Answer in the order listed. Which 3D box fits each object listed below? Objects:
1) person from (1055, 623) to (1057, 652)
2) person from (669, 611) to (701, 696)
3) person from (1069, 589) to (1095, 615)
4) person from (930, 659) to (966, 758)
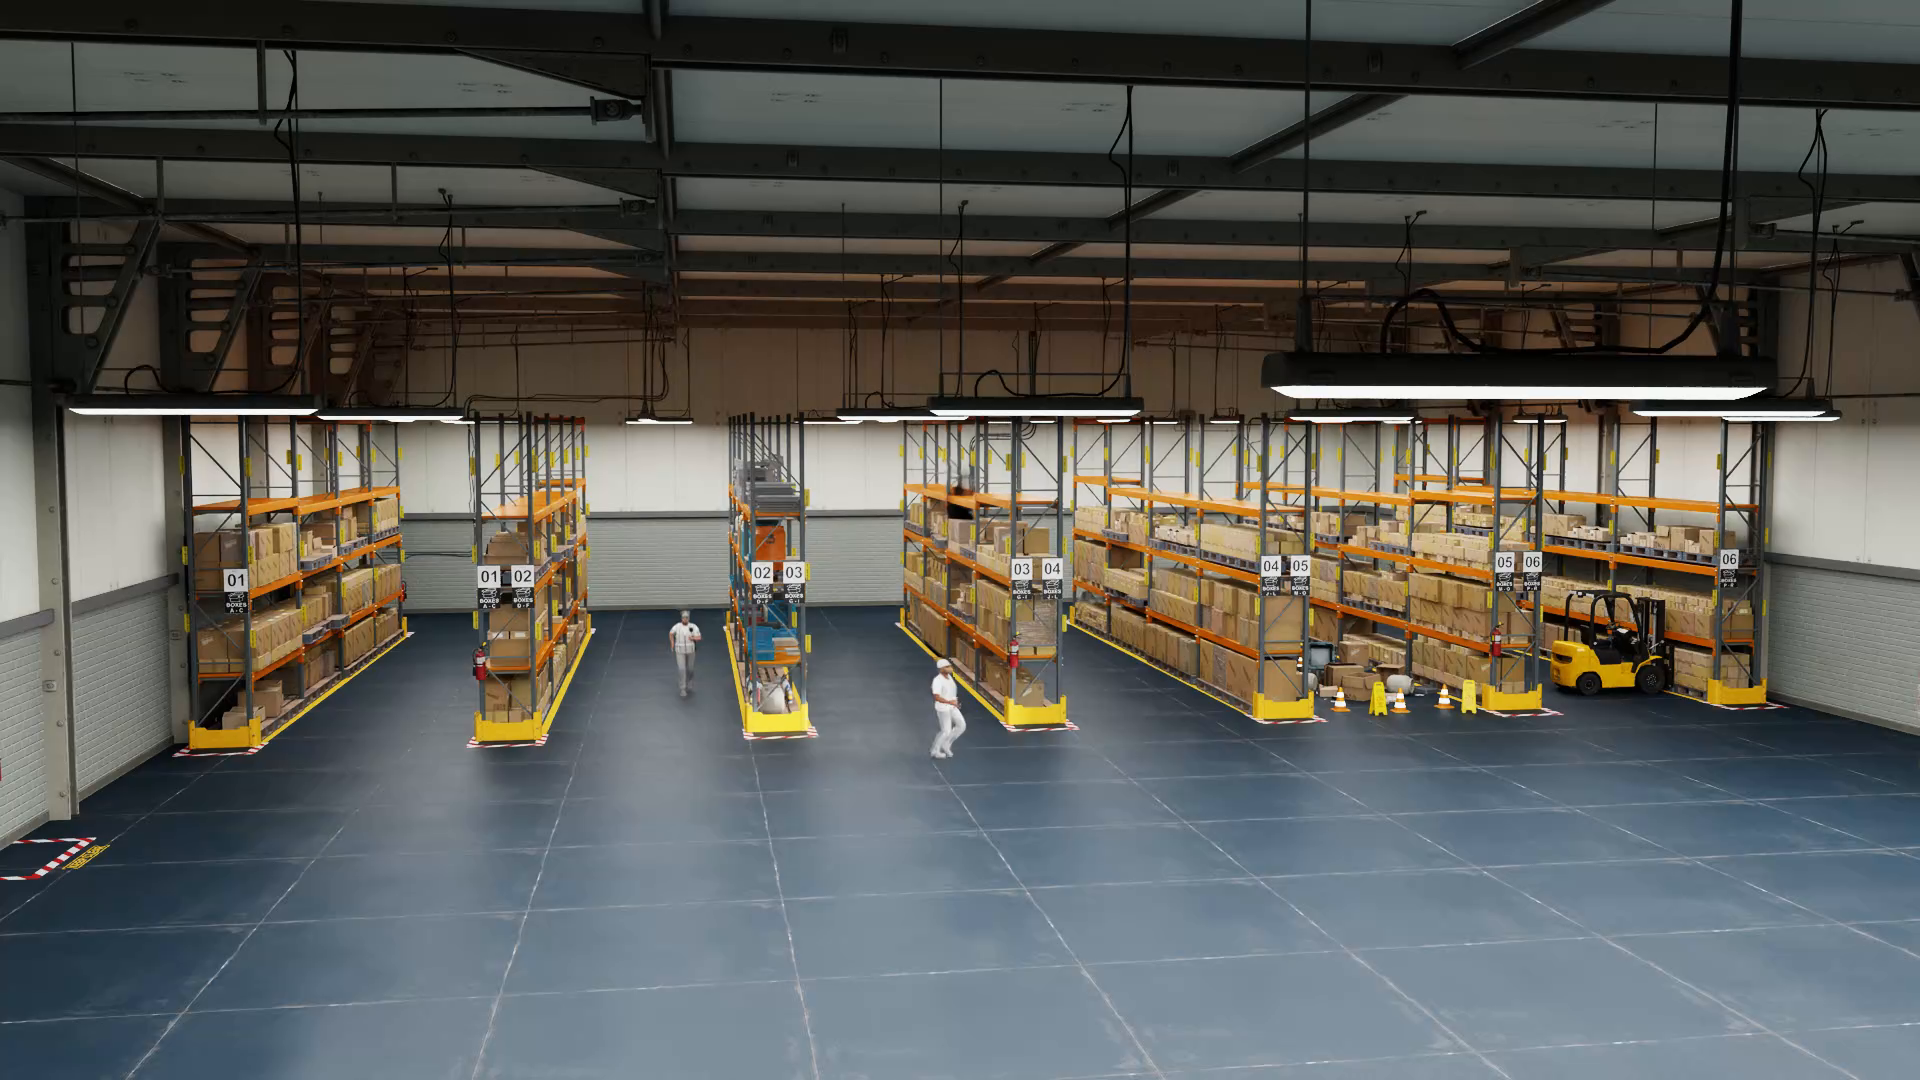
[{"bbox_3d":[2.172,1.903,39.454,0.570,1.682,0.768,-1,4,-14],"label":"person"},{"bbox_3d":[-5.880,2.391,35.633,0.661,1.773,0.984,-1,4,-13],"label":"person"},{"bbox_3d":[3.806,1.473,49.696,1.017,1.627,0.588,-1,4,-13],"label":"person"},{"bbox_3d":[-0.216,2.903,28.683,0.633,1.725,0.712,2,4,26],"label":"person"}]
